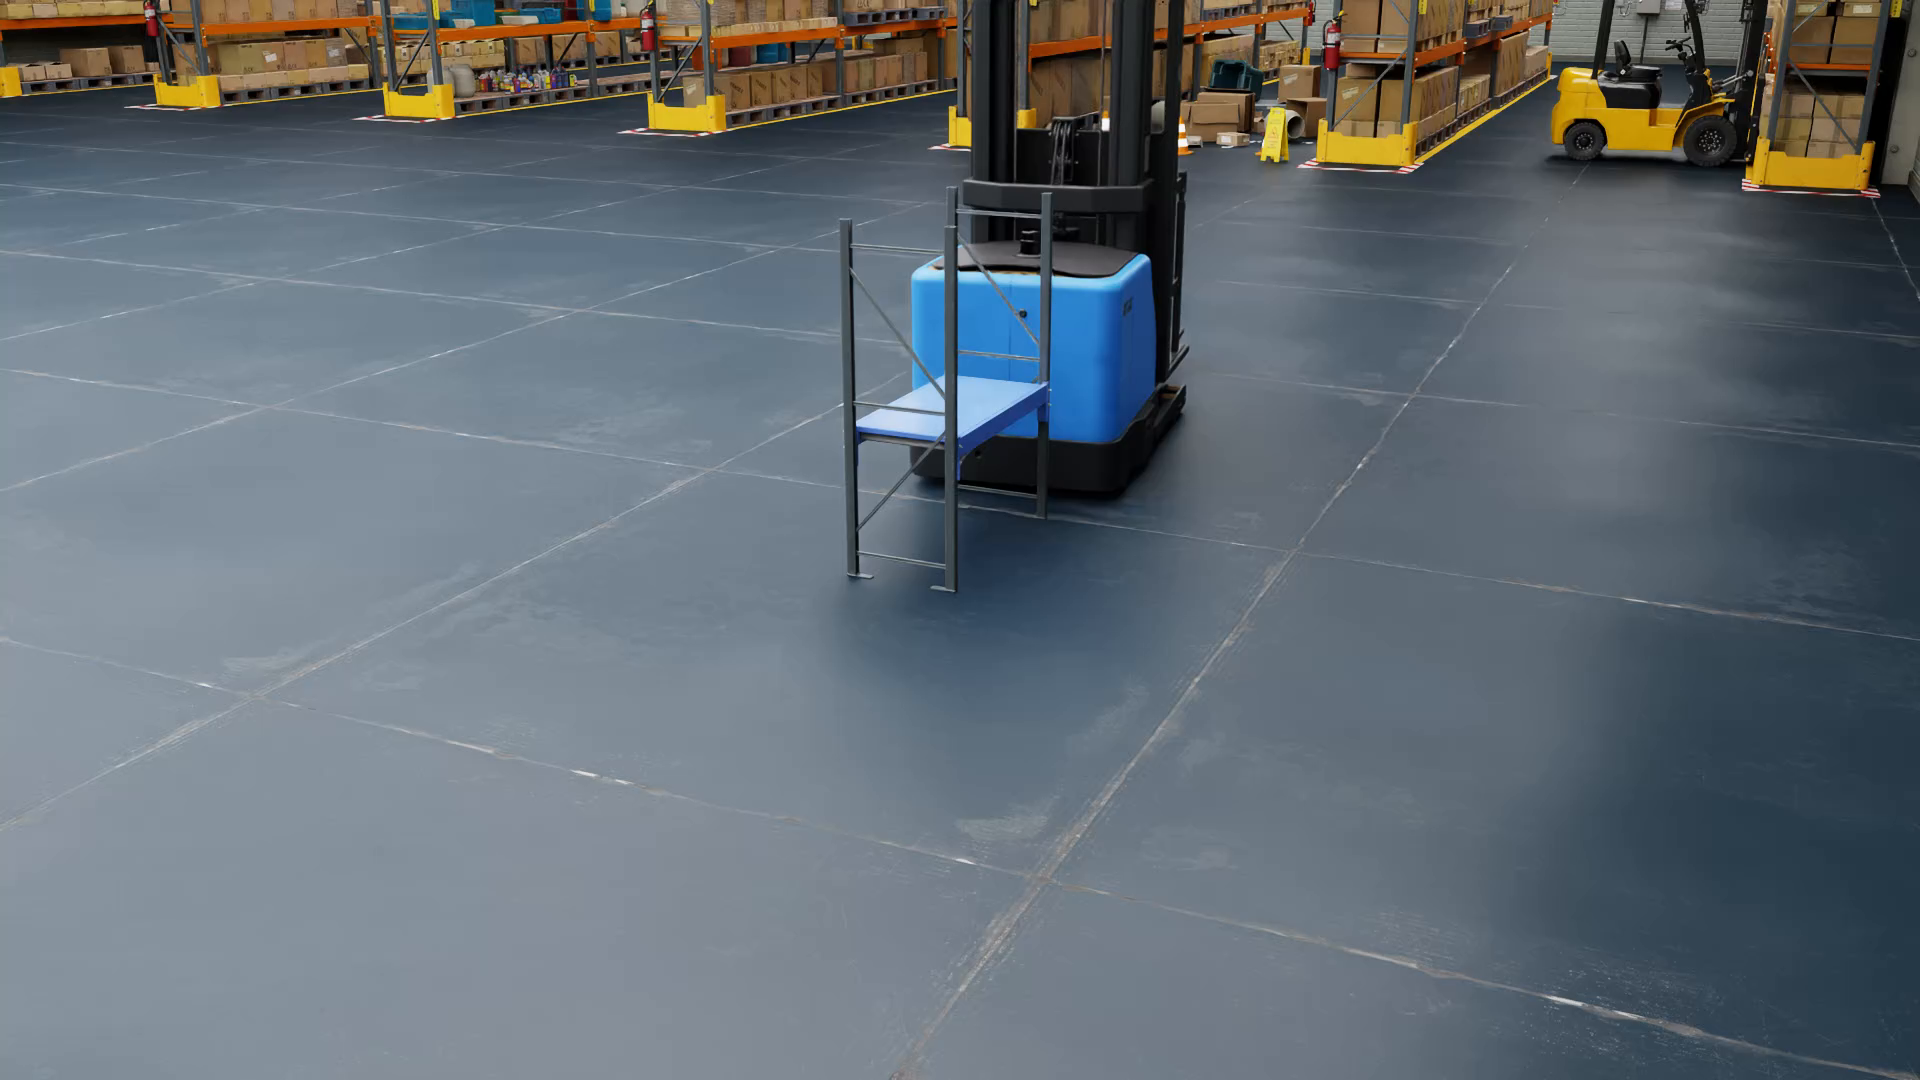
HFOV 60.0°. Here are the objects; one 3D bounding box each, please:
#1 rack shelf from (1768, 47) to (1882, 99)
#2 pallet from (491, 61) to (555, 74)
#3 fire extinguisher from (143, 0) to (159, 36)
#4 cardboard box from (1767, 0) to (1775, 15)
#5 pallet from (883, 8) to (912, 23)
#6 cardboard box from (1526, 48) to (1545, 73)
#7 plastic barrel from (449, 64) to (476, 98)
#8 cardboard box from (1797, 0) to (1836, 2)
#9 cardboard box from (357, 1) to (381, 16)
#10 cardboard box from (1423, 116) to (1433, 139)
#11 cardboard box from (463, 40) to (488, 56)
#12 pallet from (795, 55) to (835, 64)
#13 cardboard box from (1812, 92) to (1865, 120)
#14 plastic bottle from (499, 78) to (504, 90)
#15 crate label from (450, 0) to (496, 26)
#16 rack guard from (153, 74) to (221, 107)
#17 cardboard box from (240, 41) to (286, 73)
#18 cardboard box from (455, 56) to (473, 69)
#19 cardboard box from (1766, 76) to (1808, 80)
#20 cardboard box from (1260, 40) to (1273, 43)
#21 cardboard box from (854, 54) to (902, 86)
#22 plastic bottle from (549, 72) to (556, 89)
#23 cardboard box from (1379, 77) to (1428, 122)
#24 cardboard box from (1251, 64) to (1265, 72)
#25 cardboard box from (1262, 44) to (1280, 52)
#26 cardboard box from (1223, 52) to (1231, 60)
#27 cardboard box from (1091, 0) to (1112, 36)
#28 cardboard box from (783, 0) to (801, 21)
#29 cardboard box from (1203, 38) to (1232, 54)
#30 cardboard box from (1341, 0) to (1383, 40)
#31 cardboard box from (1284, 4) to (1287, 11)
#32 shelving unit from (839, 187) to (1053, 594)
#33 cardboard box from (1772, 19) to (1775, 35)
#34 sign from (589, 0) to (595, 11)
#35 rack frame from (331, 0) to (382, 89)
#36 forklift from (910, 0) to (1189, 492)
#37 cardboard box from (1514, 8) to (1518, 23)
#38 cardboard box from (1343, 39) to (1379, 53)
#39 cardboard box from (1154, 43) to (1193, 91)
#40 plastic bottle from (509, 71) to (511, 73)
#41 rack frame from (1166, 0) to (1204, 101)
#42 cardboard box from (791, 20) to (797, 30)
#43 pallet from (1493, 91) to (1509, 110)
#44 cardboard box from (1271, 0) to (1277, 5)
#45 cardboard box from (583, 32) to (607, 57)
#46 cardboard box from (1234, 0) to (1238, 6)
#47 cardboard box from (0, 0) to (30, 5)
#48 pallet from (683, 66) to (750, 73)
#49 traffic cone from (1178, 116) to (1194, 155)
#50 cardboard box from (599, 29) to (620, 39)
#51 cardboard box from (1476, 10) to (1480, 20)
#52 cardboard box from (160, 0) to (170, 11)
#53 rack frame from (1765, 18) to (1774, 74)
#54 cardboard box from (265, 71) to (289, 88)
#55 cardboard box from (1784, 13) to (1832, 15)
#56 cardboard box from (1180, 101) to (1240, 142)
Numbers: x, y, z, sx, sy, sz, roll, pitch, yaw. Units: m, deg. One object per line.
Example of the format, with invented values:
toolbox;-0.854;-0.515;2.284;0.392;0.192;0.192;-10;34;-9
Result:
rack shelf;10.349;-5.675;20.023;1.077;0.370;4.000;9;21;23
pallet;-9.461;-10.157;35.715;1.003;0.211;1.213;9;21;23
fire extinguisher;-13.549;-8.794;27.835;0.296;0.674;0.183;9;21;23
cardboard box;12.943;-8.342;26.047;0.500;0.250;0.500;8;21;20
pallet;-1.538;-9.187;29.110;1.003;0.211;1.213;9;21;23
cardboard box;11.006;-9.468;32.812;0.875;0.438;0.875;9;22;24
plastic barrel;-8.155;-7.513;27.203;0.421;0.512;0.421;0;20;0
cardboard box;9.484;-6.034;18.398;0.380;0.149;0.250;9;21;23
cardboard box;-11.277;-10.111;31.648;0.500;0.250;0.500;10;22;26
cardboard box;5.799;-5.349;21.509;0.500;0.250;0.500;9;22;25
cardboard box;-9.998;-10.061;33.923;0.500;0.311;0.500;8;21;22
pallet;-3.380;-10.707;37.259;1.003;0.211;1.213;9;21;23
cardboard box;9.899;-4.897;18.747;0.500;0.250;0.500;8;21;22
plastic bottle;-7.830;-7.796;28.433;0.097;0.201;0.097;0;20;0
crate label;-8.053;-8.738;27.511;0.502;0.435;0.616;9;21;23
rack guard;-13.087;-7.618;28.143;1.175;0.500;0.348;9;21;23
cardboard box;-12.259;-8.500;29.250;0.500;0.500;0.500;9;21;23
cardboard box;-10.211;-9.645;33.589;0.500;0.250;0.500;9;22;24
cardboard box;10.465;-5.739;21.114;0.500;0.250;0.500;9;21;23
cardboard box;6.467;-10.543;35.377;0.380;0.149;0.250;9;21;24
cardboard box;-1.463;-8.364;29.586;0.700;0.500;0.500;11;22;27
plastic bottle;-7.030;-7.922;28.664;0.061;0.283;0.133;10;22;26
cardboard box;5.592;-5.554;20.968;0.500;0.500;0.500;8;21;21
cardboard box;5.799;-9.321;32.830;0.380;0.149;0.250;8;21;20
cardboard box;6.350;-10.085;34.091;0.380;0.149;0.250;9;21;23
cardboard box;4.650;-8.690;30.530;0.500;0.500;0.500;8;21;21
cardboard box;1.736;-7.739;24.529;0.875;0.550;0.550;9;21;23
cardboard box;-2.993;-8.409;26.043;0.875;0.500;0.500;9;21;23
cardboard box;4.644;-9.032;30.374;0.500;0.250;0.500;9;21;23
cardboard box;4.971;-6.474;20.602;0.500;0.500;0.500;8;21;22
cardboard box;6.511;-10.983;34.251;0.380;0.149;0.250;8;21;20
shelving unit;-0.035;-0.681;7.144;0.538;1.500;1.048;9;21;23
cardboard box;11.986;-7.364;23.922;0.500;0.250;0.500;8;21;21
sign;-6.424;-9.396;29.000;0.100;0.325;0.005;9;21;23
rack frame;-11.439;-10.026;31.183;1.000;3.000;0.127;9;21;23
forklift;0.664;-2.068;8.910;1.130;2.935;3.031;6;20;16
cardboard box;9.319;-9.043;28.643;0.500;0.250;0.500;9;21;23
cardboard box;4.958;-6.108;20.542;0.380;0.149;0.250;9;22;25
cardboard box;3.387;-8.141;28.613;1.050;0.750;0.750;8;21;22
plastic bottle;-7.814;-7.980;28.828;0.061;0.283;0.133;10;22;25
rack frame;3.719;-9.176;28.795;1.000;3.000;0.127;9;21;23
cardboard box;-2.780;-8.065;26.046;0.380;0.149;0.250;9;21;23
pallet;8.668;-7.445;28.088;1.003;0.211;1.213;9;21;23
cardboard box;5.985;-10.856;32.923;0.500;0.500;0.500;9;21;23
cardboard box;-8.314;-11.160;37.448;0.500;0.500;0.500;9;21;23
cardboard box;4.953;-10.012;30.894;0.380;0.149;0.250;8;21;20
cardboard box;-17.128;-9.878;29.843;0.500;0.500;0.500;9;21;23
pallet;-4.999;-9.500;33.868;1.003;0.211;1.213;9;21;23
traffic cone;2.847;-5.244;21.524;0.336;0.463;0.334;9;21;23
cardboard box;-8.189;-11.714;39.004;0.500;0.500;0.500;9;21;23
cardboard box;7.453;-7.756;24.548;0.380;0.149;0.250;9;21;24
cardboard box;-15.877;-10.456;32.588;0.500;0.250;0.500;9;21;23
rack frame;12.806;-7.848;25.060;1.000;3.000;0.127;9;21;23
cardboard box;-12.248;-8.145;29.371;0.500;0.250;0.500;9;21;23
cardboard box;9.713;-5.794;19.134;0.500;0.500;0.500;9;22;24
cardboard box;3.410;-5.791;23.001;0.797;0.503;0.637;-5;20;-15
